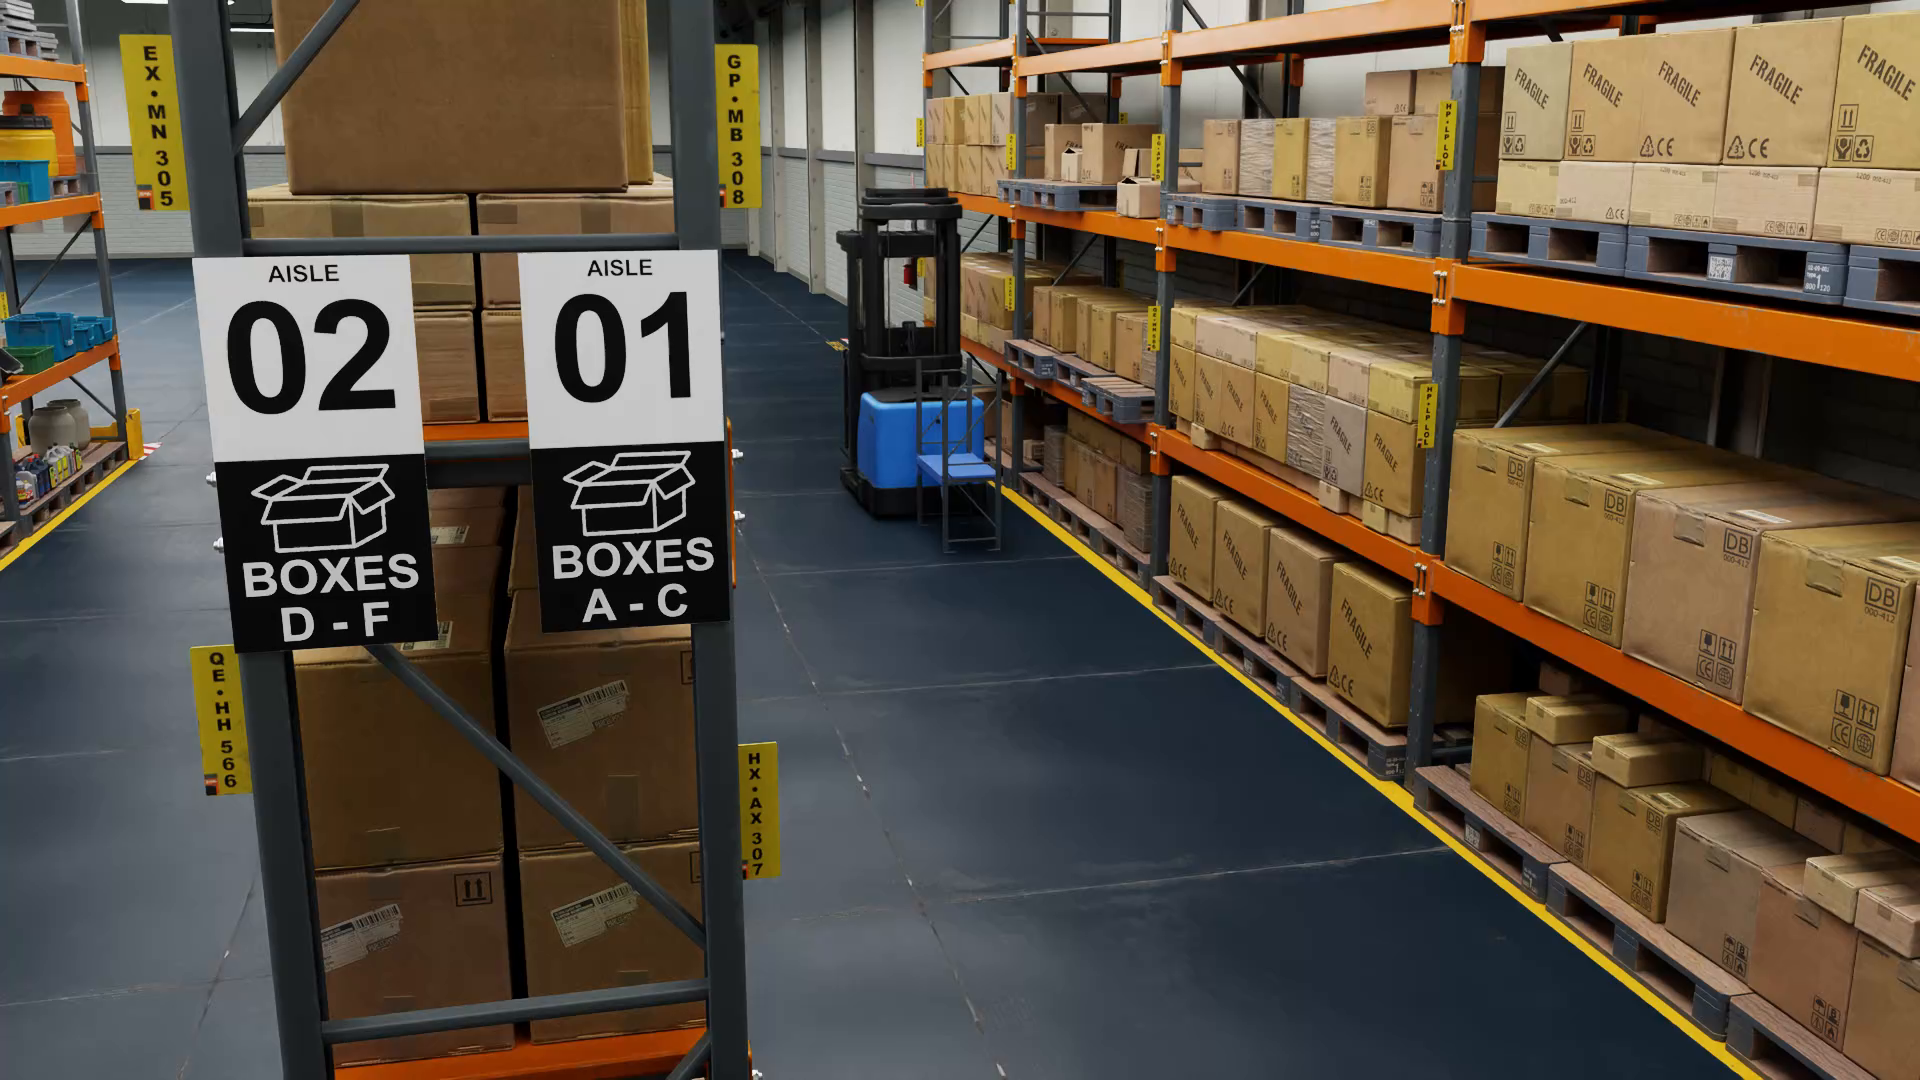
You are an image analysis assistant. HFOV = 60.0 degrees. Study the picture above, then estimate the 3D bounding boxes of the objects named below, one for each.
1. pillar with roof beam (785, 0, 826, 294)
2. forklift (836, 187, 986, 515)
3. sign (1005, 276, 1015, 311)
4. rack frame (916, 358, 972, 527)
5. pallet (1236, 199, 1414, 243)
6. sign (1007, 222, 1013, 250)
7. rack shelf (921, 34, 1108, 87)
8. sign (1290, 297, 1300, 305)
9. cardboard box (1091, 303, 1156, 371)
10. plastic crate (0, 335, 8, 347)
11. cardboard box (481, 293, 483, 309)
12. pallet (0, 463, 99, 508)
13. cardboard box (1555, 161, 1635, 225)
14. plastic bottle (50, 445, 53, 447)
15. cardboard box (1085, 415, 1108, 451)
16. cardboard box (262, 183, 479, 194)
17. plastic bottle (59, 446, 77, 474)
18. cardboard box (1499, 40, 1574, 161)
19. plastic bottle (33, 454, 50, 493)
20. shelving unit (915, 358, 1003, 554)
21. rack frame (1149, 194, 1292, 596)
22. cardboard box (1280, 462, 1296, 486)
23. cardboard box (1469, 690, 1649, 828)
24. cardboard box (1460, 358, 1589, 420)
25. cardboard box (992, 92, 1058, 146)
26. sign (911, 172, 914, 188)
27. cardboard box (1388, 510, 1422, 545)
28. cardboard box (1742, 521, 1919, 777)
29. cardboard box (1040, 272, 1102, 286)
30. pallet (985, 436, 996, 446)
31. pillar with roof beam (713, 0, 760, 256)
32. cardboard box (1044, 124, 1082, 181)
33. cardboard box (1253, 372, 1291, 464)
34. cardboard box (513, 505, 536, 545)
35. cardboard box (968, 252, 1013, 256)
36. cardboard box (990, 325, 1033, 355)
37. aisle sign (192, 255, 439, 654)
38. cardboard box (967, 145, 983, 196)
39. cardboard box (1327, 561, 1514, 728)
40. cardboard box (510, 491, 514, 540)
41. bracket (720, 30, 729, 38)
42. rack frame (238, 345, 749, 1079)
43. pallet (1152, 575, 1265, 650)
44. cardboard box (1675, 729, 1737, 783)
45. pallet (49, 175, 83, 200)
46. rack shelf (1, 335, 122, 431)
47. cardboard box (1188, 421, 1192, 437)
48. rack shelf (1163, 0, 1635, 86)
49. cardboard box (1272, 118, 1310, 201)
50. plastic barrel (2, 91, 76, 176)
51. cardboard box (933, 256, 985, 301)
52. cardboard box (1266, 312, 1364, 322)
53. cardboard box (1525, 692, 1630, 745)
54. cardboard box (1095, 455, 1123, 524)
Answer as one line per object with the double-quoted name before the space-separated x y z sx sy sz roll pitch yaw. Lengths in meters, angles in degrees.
"pillar with roof beam" -7.338 -9.616 34.825 9.100 9.000 0.548 -3 14 -13
"forklift" -0.590 -1.957 16.263 1.130 2.935 3.031 -3 14 -13
"sign" 0.483 -2.368 15.975 0.100 0.325 0.005 -3 14 -13
"rack frame" -0.139 -0.866 14.810 0.500 1.500 0.032 -3 14 -13
"pallet" 2.416 -2.019 10.447 1.003 0.211 1.213 -3 14 -11
"sign" 0.613 -3.644 19.918 0.100 0.325 0.005 -3 14 -13
"rack shelf" 0.539 -5.004 17.471 1.077 0.370 4.000 -3 14 -13
"sign" 2.487 -1.651 12.424 0.100 0.325 0.005 -3 14 -13
"cardboard box" 1.514 -1.713 13.980 0.700 0.500 0.500 -3 14 -13
"plastic crate" -9.663 -1.997 16.838 0.298 0.136 0.250 -3 14 -13
"cardboard box" -1.471 -0.538 4.305 0.500 0.250 0.500 -3 14 -13
"pallet" -9.029 -0.512 16.077 1.003 0.211 1.213 -3 14 -13
"cardboard box" 2.899 -1.478 7.058 0.500 0.250 0.500 -4 14 -14
"plastic bottle" -8.774 -0.779 16.092 0.061 0.283 0.133 -3 14 -13
"cardboard box" 1.430 -0.953 14.767 0.500 0.250 0.500 -4 14 -15
"cardboard box" -1.474 -0.781 4.245 0.500 0.250 0.500 -3 14 -13
"plastic bottle" -8.671 -0.782 16.118 0.152 0.276 0.135 -3 14 -13
"cardboard box" 2.782 -1.955 7.429 0.500 0.500 0.500 -3 14 -14
"plastic bottle" -8.452 -0.607 15.246 0.144 0.351 0.185 -4 14 -16
"shelving unit" -0.020 -0.748 14.330 0.538 1.500 1.048 -3 14 -13
"rack frame" 1.948 -1.057 12.432 1.000 3.000 0.127 -3 14 -13
"cardboard box" 2.226 -0.441 10.400 0.380 0.149 0.250 -3 14 -11
"cardboard box" 2.963 1.055 8.172 0.700 0.500 0.500 -3 14 -12
"cardboard box" 3.033 -0.822 9.010 0.500 0.250 0.500 -3 14 -11
"cardboard box" 0.627 -4.081 16.131 0.500 0.500 0.500 -5 14 -18
"sign" -0.783 -5.879 27.285 0.001 0.298 0.199 -3 14 -13
"cardboard box" 2.533 -0.084 8.937 0.380 0.149 0.250 -3 14 -13
"cardboard box" 3.516 0.359 6.006 0.980 0.700 0.700 -3 14 -14
"cardboard box" 1.101 -2.401 16.627 0.500 0.500 0.500 -4 14 -14
"pallet" 0.526 -1.060 18.320 1.003 0.211 1.213 -3 14 -13
"pillar with roof beam" -10.156 -12.384 46.156 9.100 9.000 0.548 -3 14 -13
"cardboard box" 1.059 -3.559 15.256 0.500 0.500 0.500 -1 14 -5
"cardboard box" 2.173 -0.778 10.410 0.500 0.500 0.500 -3 14 -12
"cardboard box" -1.078 0.179 5.058 0.500 0.500 0.500 -3 14 -12
"cardboard box" 0.386 -3.106 19.516 0.500 0.500 0.500 -3 14 -14
"cardboard box" 0.603 -2.009 16.602 0.500 0.250 0.500 -3 14 -13
"aisle sign" -1.269 -0.164 3.301 0.394 0.787 0.004 -3 14 -13
"cardboard box" 0.376 -3.841 17.254 0.500 0.500 0.500 -4 14 -15
"cardboard box" 2.608 0.564 9.444 0.750 0.750 0.750 -3 14 -13
"cardboard box" -1.848 -0.029 5.909 0.500 0.500 0.500 -4 14 -15
"bracket" -6.971 -14.995 49.259 0.235 0.232 0.430 -3 14 -13
"rack frame" -0.987 1.066 3.744 1.000 3.000 0.127 -3 14 -13
"pallet" 2.060 0.484 12.001 1.003 0.211 1.213 -3 14 -13
"cardboard box" 3.369 0.936 7.293 0.380 0.149 0.250 -3 14 -13
"pallet" -9.462 -3.519 16.588 1.003 0.211 1.213 -3 14 -13
"rack shelf" -9.091 -1.539 15.922 1.077 0.370 4.000 -3 14 -13
"cardboard box" 1.851 -0.797 11.855 0.380 0.149 0.250 -3 14 -12
"rack shelf" 2.418 -2.966 9.964 1.077 0.370 4.000 -3 14 -13
"cardboard box" 2.410 -2.420 10.553 0.700 0.500 0.500 -3 14 -10
"plastic barrel" -9.323 -4.115 16.839 0.600 0.830 0.708 -3 14 -13
"cardboard box" -0.005 -2.962 18.924 0.500 0.500 0.500 -3 14 -13
"cardboard box" 2.425 -1.414 11.434 0.500 0.250 0.500 -4 14 -15
"cardboard box" 2.866 0.829 7.730 0.380 0.149 0.250 -3 14 -11
"cardboard box" 1.576 -0.458 14.320 0.700 0.500 0.500 -3 14 -13
